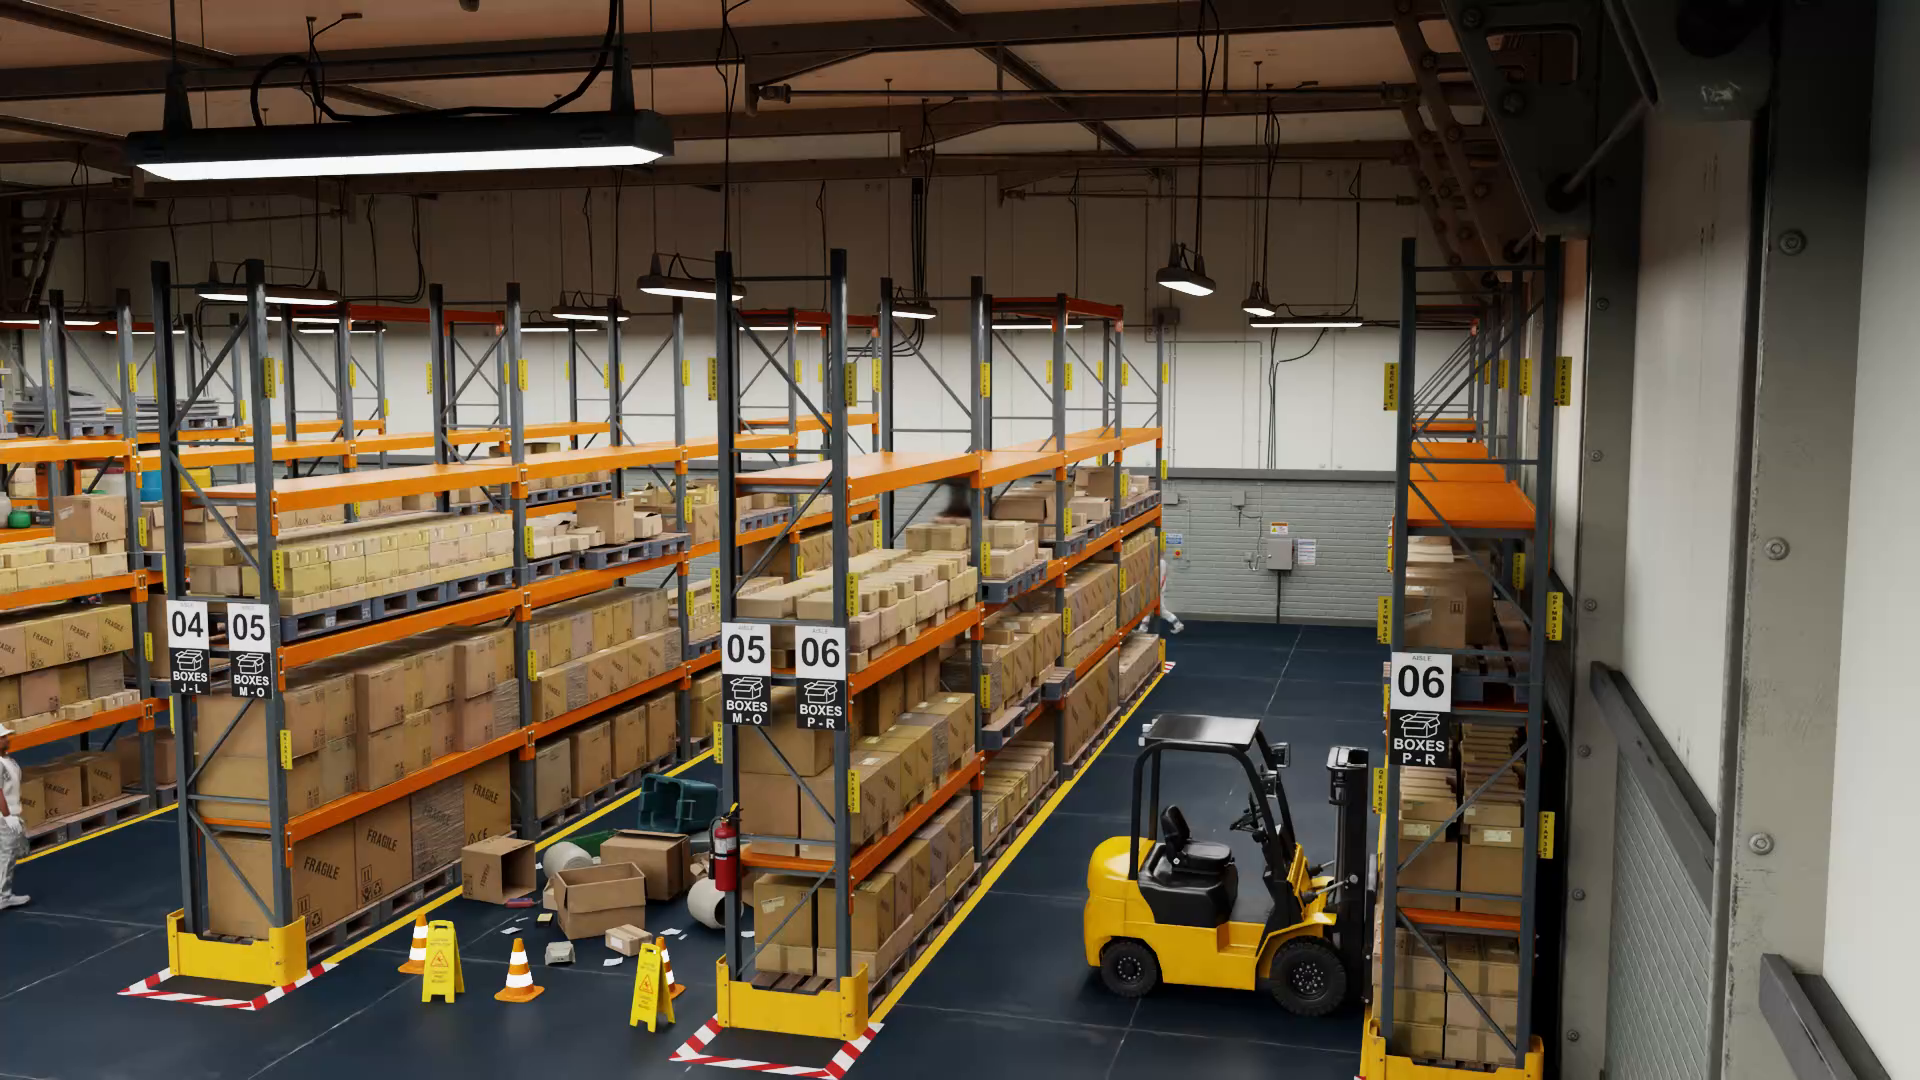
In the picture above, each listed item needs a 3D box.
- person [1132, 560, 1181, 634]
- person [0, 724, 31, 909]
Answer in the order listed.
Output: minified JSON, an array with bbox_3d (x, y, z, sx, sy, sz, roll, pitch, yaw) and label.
[{"bbox_3d":[3.737,0.957,31.577,0.930,1.745,0.608,0,6,3],"label":"person"},{"bbox_3d":[-9.051,2.608,15.771,0.454,1.805,0.591,-5,8,-41],"label":"person"}]
